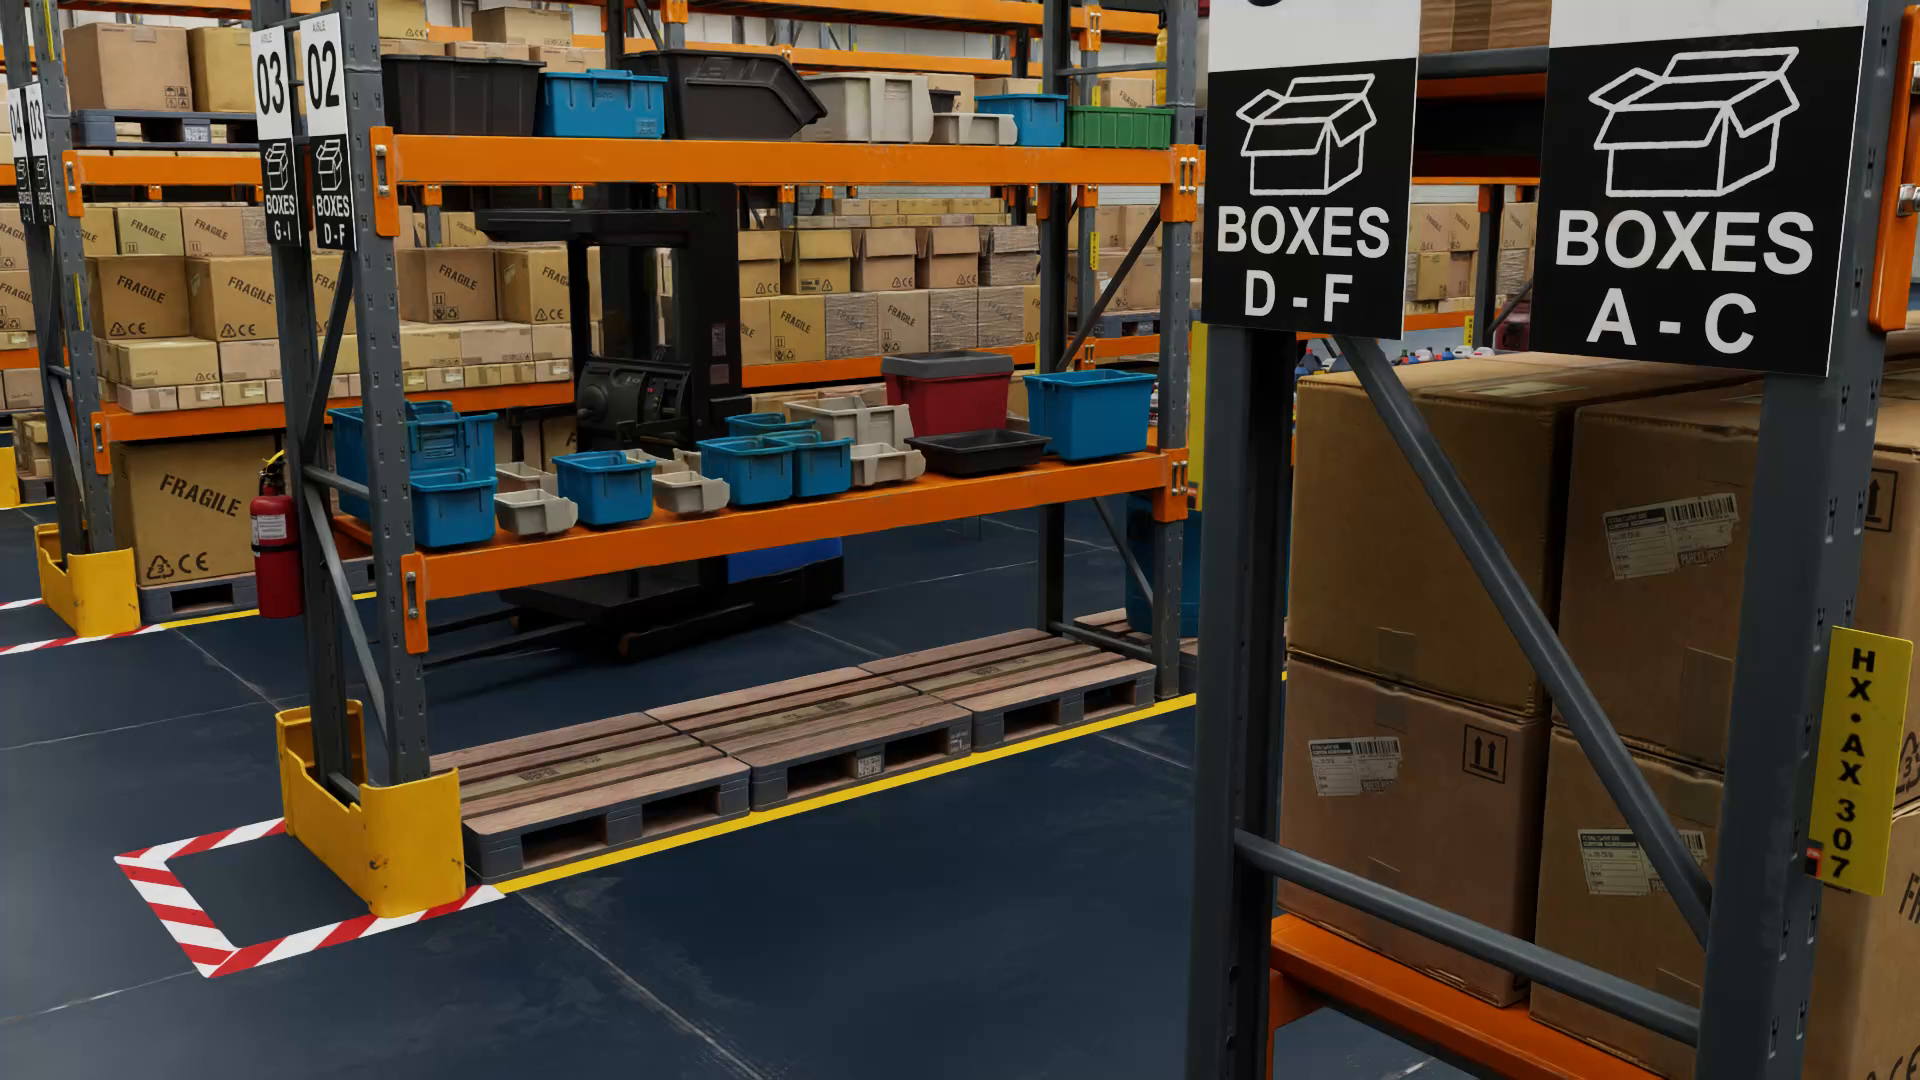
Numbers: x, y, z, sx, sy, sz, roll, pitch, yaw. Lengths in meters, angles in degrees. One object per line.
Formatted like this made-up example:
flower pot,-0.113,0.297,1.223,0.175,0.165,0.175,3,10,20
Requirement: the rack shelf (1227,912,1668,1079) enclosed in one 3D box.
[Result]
rack shelf,2.321,0.700,3.844,4.000,0.370,1.077,-9,15,-38

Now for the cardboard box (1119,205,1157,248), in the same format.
cardboard box,2.099,-4.157,22.021,0.550,0.550,0.875,-9,15,-38

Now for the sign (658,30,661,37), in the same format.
sign,-5.002,-8.313,27.672,0.005,0.325,0.100,-9,15,-38

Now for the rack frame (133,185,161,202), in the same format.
rack frame,-11.597,-3.931,23.919,0.127,3.000,1.000,-9,15,-38

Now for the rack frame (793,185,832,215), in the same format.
rack frame,-2.247,-4.164,25.019,0.127,3.000,1.000,-9,15,-38

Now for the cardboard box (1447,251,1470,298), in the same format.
cardboard box,5.074,-2.940,18.297,0.500,0.500,0.875,-9,15,-38

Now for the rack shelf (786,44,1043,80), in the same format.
rack shelf,-0.637,-5.502,19.571,4.000,0.370,1.077,-9,15,-38

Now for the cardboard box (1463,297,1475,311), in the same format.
cardboard box,5.463,-2.610,18.304,0.250,0.149,0.380,-9,15,-38

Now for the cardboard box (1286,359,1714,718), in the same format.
cardboard box,0.935,-0.033,2.915,0.500,0.500,0.500,-10,15,-38

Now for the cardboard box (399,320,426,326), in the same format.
cardboard box,-4.015,-1.378,11.542,0.500,0.250,0.500,-9,15,-38

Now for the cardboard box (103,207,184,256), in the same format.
cardboard box,-7.119,-2.647,14.507,0.500,0.500,0.500,-10,15,-39

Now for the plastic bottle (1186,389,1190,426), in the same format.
plastic bottle,1.275,-0.752,9.425,0.097,0.201,0.097,0,12,0

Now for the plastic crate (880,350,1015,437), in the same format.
plastic crate,-0.062,-0.701,8.411,0.583,0.464,0.402,-9,15,-38

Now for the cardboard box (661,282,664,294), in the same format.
cardboard box,-3.302,-2.634,17.405,0.250,0.149,0.380,-9,15,-36

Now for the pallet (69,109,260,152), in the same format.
pallet,-4.853,-2.522,10.275,1.213,0.211,1.003,-9,15,-38

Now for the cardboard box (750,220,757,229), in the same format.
cardboard box,-3.257,-4.337,23.862,0.500,0.500,0.500,-9,15,-36

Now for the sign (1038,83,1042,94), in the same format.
sign,0.449,-2.277,8.886,0.005,0.325,0.100,-9,15,-38

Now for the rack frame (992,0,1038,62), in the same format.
rack frame,0.877,-7.618,26.840,0.127,3.000,1.000,-9,15,-38

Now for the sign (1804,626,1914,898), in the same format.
sign,1.099,0.272,2.043,0.005,0.325,0.100,-9,15,-38

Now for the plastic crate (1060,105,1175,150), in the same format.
plastic crate,0.650,-1.975,7.998,0.662,0.188,0.450,-9,15,-38

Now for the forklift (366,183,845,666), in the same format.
forklift,-2.060,-0.864,9.641,1.130,2.935,3.031,9,15,38

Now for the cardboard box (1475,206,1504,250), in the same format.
cardboard box,5.618,-3.454,18.311,0.500,0.500,0.500,-9,15,-38

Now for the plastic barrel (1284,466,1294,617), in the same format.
plastic barrel,1.780,-0.054,9.704,0.708,0.901,0.600,-9,15,-38

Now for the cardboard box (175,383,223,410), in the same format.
cardboard box,-4.743,-0.903,10.265,0.250,0.149,0.380,-10,15,-38

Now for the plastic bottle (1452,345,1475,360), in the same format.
plastic bottle,3.375,-1.170,11.217,0.135,0.276,0.152,-9,15,-38

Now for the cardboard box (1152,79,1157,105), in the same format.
cardboard box,1.747,-3.883,15.029,0.500,0.500,0.500,-9,15,-37

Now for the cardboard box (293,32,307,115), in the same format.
cardboard box,-4.165,-2.975,10.704,0.500,0.500,0.700,-11,16,-41

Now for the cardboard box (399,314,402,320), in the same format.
cardboard box,-5.399,-2.139,16.084,0.250,0.149,0.380,-10,15,-38

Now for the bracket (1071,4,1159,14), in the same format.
bracket,3.923,-11.351,35.752,4.783,0.066,0.076,-9,15,-38

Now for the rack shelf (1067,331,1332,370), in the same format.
rack shelf,2.383,-1.946,16.302,4.000,0.370,1.077,-9,15,-38

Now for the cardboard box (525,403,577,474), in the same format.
cardboard box,-2.868,-0.612,12.396,0.875,0.875,0.875,-9,15,-38

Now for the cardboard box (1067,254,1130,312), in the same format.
cardboard box,1.218,-2.369,15.312,0.500,0.500,0.500,11,16,43

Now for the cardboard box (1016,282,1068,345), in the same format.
cardboard box,0.590,-1.983,14.504,0.500,0.500,0.500,-9,15,-36

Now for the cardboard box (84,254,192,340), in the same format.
cardboard box,-5.210,-1.545,10.522,0.500,0.500,0.500,-9,15,-37

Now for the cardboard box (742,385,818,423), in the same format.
cardboard box,-1.815,-0.771,13.144,0.875,0.875,1.225,-9,15,-37

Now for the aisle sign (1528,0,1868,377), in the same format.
aisle sign,0.890,-0.608,2.011,0.004,0.787,0.394,-9,15,-38

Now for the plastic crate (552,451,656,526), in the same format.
plastic crate,-1.419,-0.208,6.646,0.300,0.233,0.416,-9,15,-38

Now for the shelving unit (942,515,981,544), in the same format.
shelving unit,0.011,-0.589,12.513,0.189,1.200,0.258,-9,15,-38

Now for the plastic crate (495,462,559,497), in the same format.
plastic crate,-1.808,-0.232,6.991,0.243,0.136,0.396,-9,15,-38

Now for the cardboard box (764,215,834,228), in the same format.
cardboard box,-1.842,-3.450,19.008,0.500,0.500,0.700,-10,15,-38

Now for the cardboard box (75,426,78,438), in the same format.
cardboard box,-7.684,-0.988,14.478,0.250,0.149,0.380,-9,15,-37

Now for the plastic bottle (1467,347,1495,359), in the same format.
plastic bottle,3.470,-1.146,11.101,0.135,0.276,0.152,-9,15,-38

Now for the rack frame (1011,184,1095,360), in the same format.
rack frame,0.821,-2.038,15.005,0.127,3.000,1.000,-9,15,-38

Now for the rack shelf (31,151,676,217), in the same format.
rack shelf,-3.864,-2.375,11.102,4.000,0.370,1.077,-9,15,-38

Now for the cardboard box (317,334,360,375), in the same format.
cardboard box,-4.086,-1.224,10.815,0.500,0.250,0.500,-10,16,-40

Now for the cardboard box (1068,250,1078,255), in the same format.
cardboard box,1.205,-3.498,21.519,0.550,0.550,0.875,-9,15,-38

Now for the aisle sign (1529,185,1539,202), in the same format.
aisle sign,6.929,-4.404,19.891,0.004,0.787,0.394,-9,15,-38

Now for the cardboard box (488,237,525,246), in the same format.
cardboard box,-6.006,-4.006,21.625,0.500,0.500,0.500,-9,15,-37

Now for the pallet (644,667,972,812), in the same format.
pallet,-0.712,0.909,7.839,1.213,0.211,1.003,-9,15,-38

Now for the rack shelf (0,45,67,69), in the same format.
rack shelf,-10.055,-5.254,18.401,4.000,0.370,1.077,-9,15,-38

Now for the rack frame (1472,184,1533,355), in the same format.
rack frame,3.915,-1.235,11.222,0.127,3.000,1.000,-9,15,-38

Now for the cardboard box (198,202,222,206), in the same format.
cardboard box,-8.809,-3.873,19.439,0.250,0.149,0.380,-9,15,-36

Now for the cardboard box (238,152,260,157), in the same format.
cardboard box,-6.330,-3.494,15.002,0.500,0.250,0.500,-10,15,-38

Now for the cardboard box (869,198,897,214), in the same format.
cardboard box,-1.355,-4.933,25.272,0.500,0.500,0.700,-9,15,-37

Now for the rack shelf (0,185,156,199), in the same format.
rack shelf,-13.159,-4.787,22.460,4.000,0.370,1.077,-9,15,-38

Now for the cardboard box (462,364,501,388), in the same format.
cardboard box,-3.339,-1.137,11.365,0.250,0.149,0.380,-10,15,-39
